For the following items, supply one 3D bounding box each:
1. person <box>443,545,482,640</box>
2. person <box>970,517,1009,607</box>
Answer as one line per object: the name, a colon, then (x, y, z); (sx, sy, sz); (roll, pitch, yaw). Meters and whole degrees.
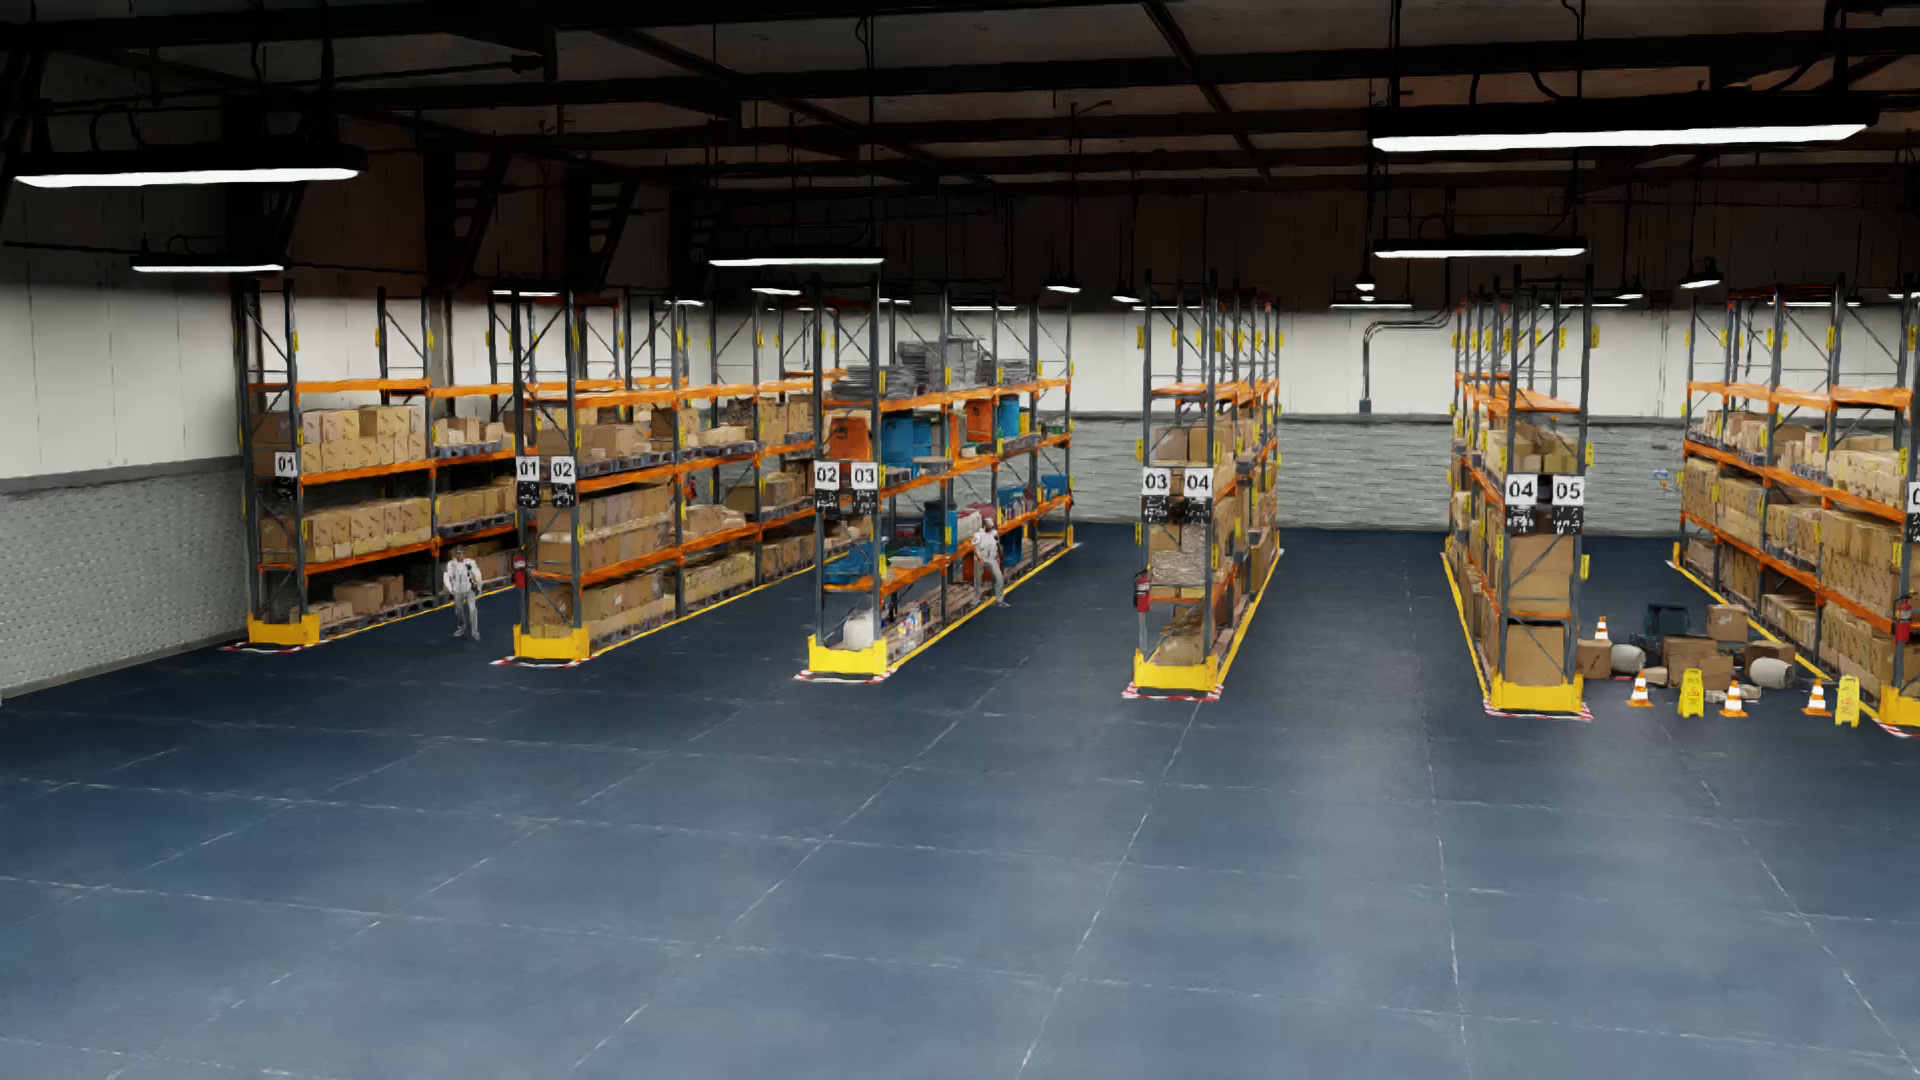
person: (-8.319, 0.855, 27.924); (0.643, 1.612, 0.794); (0, 7, -4)
person: (0.481, 0.368, 29.625); (0.621, 1.609, 0.729); (-2, 7, -15)
